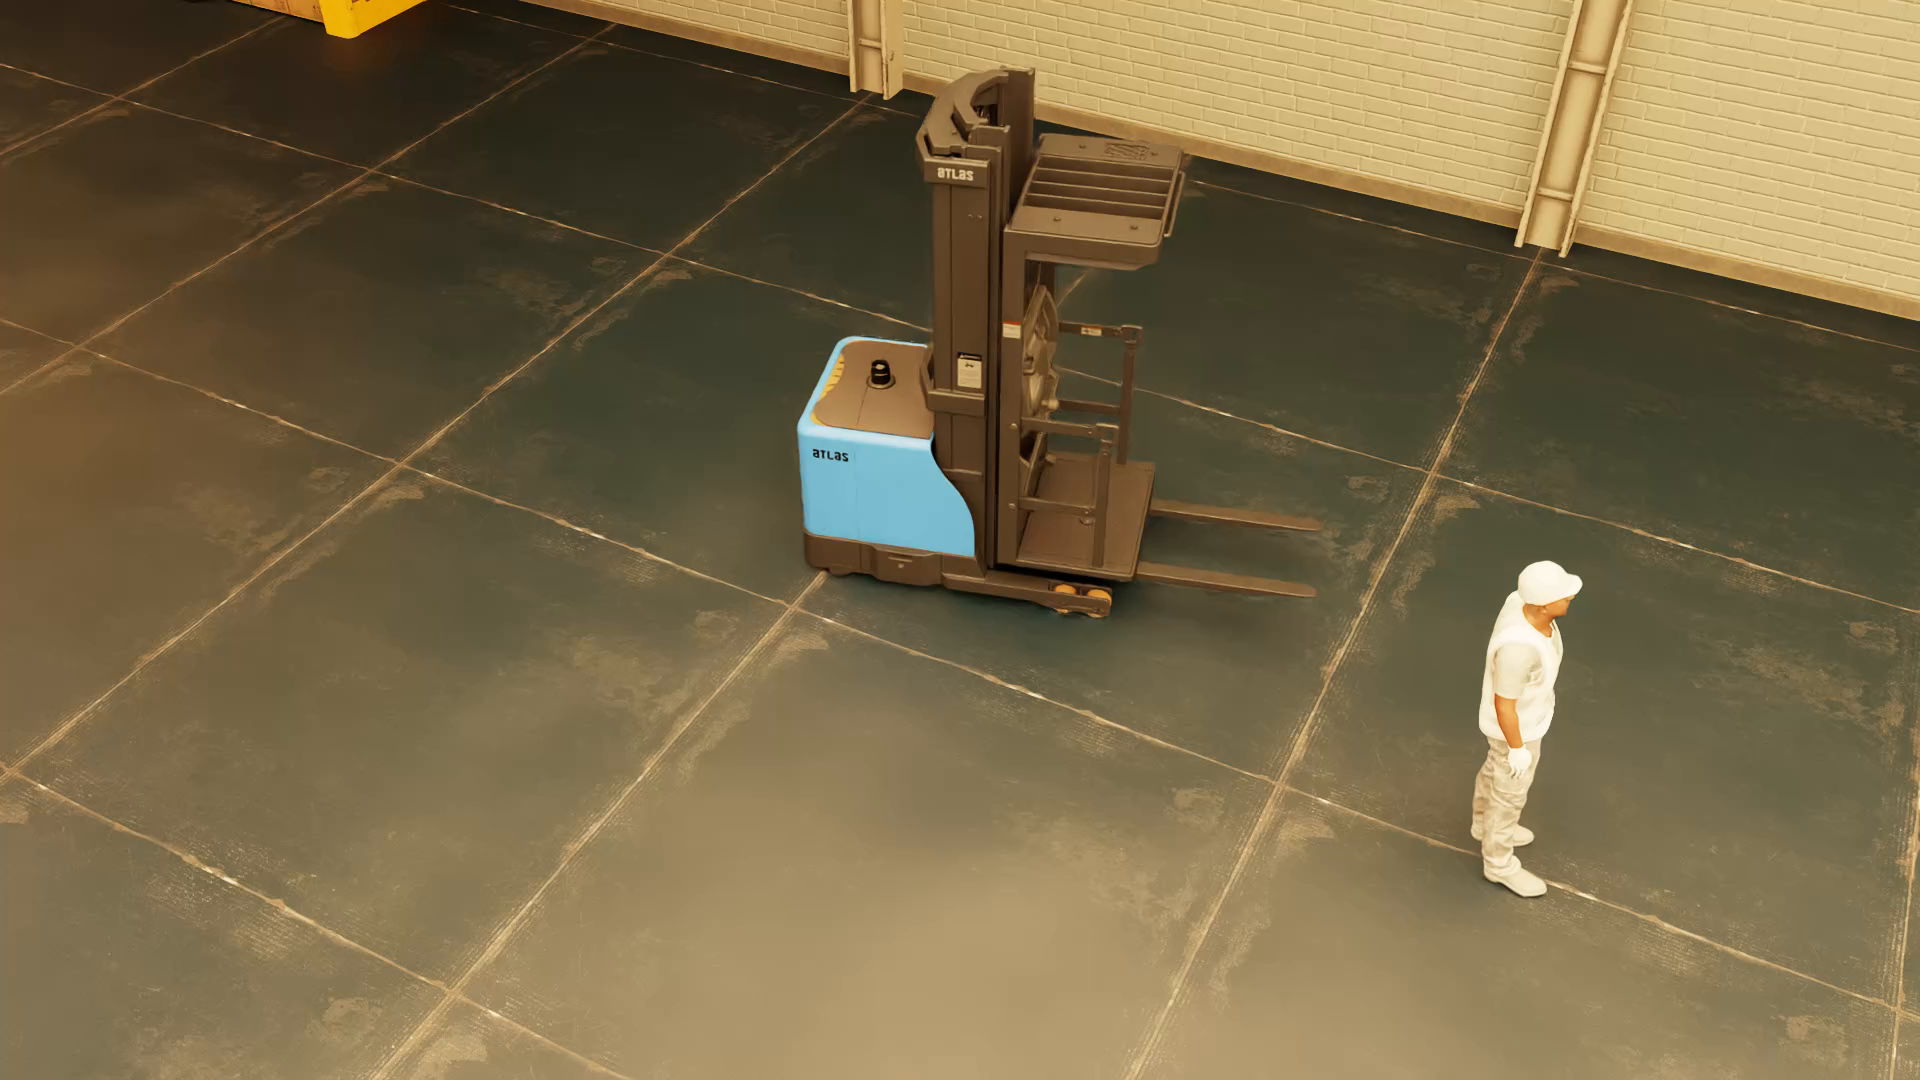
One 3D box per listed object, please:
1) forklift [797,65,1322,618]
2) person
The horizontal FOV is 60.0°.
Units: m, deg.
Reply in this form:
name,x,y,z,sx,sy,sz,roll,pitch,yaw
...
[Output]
name,x,y,z,sx,sy,sz,roll,pitch,yaw
forklift,0.632,-1.044,9.226,3.031,2.935,1.130,8,41,9
person,2.704,0.850,7.861,0.562,1.785,0.654,14,42,16
